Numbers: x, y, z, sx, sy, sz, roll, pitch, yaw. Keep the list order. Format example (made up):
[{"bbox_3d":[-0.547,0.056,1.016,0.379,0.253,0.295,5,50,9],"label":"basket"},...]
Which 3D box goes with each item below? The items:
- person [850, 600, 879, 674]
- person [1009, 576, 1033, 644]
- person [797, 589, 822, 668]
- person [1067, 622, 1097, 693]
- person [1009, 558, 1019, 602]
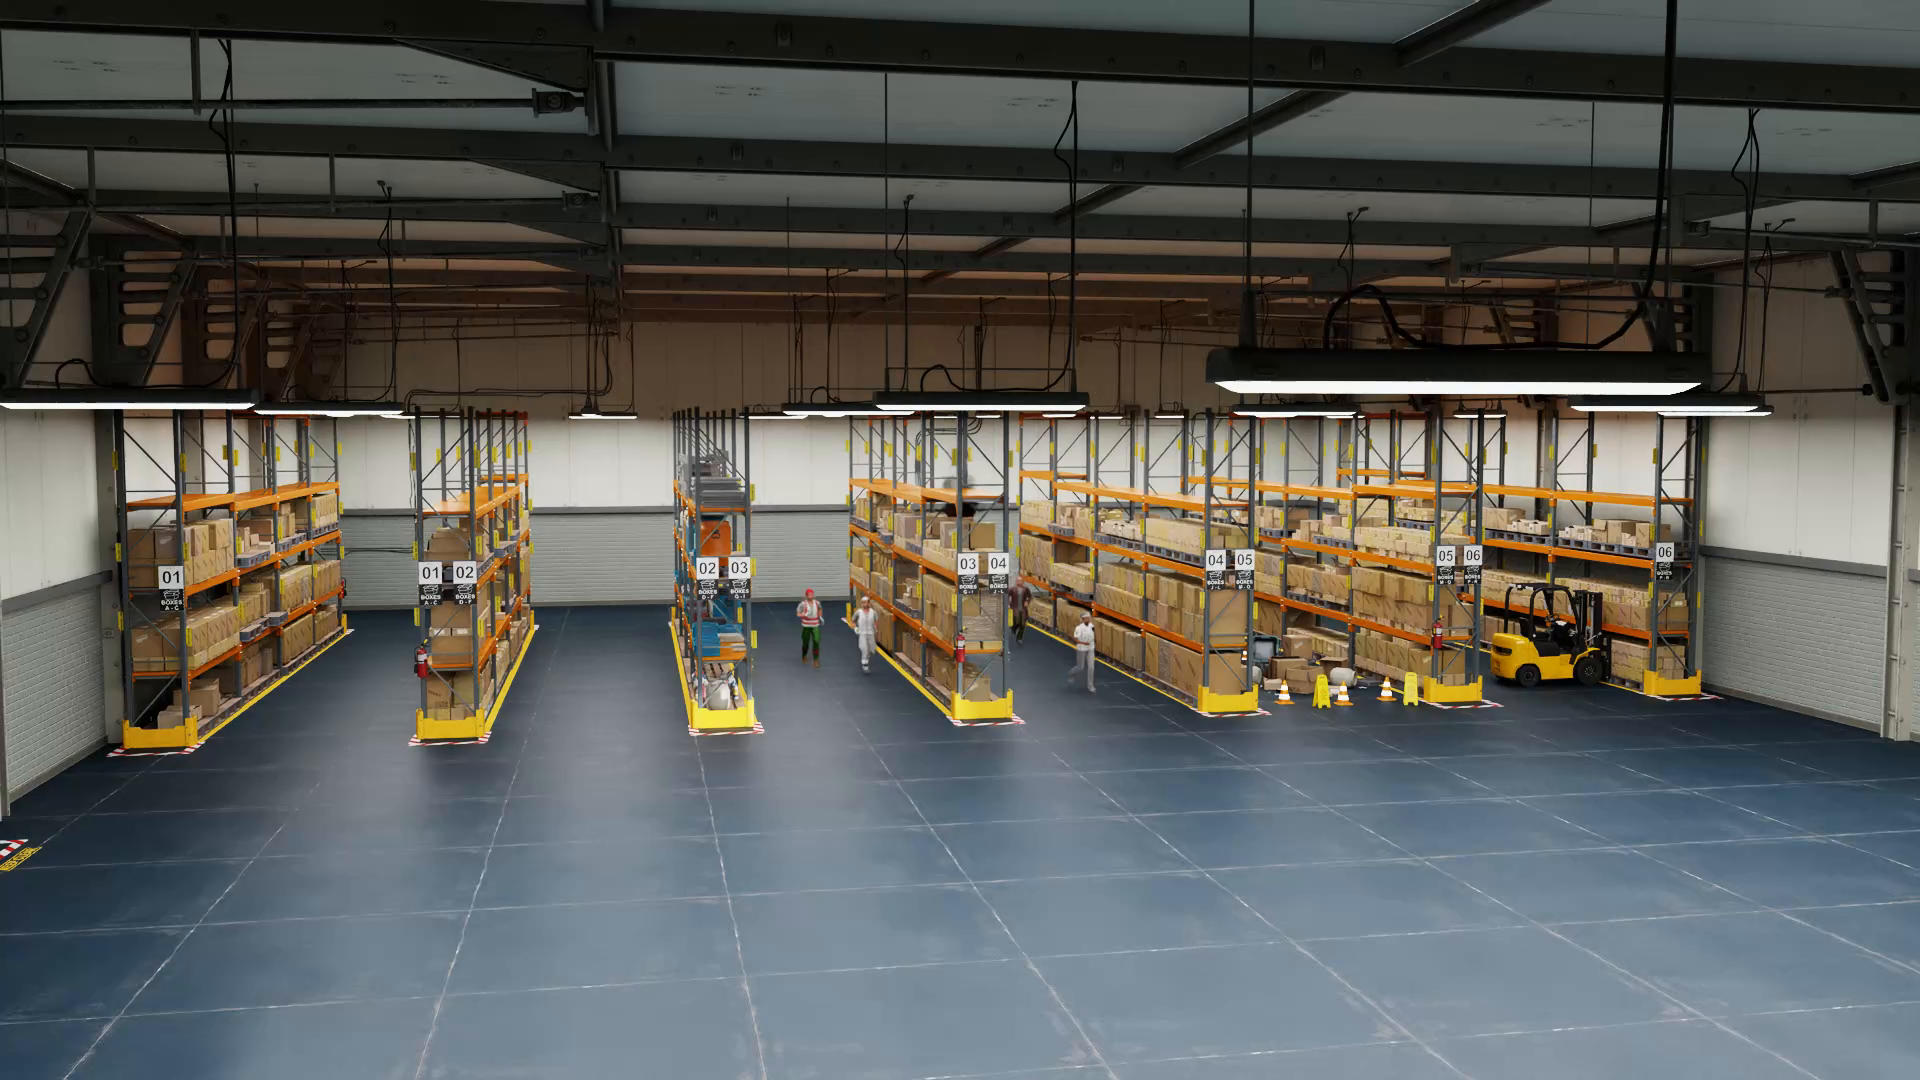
[{"bbox_3d":[-2.156,2.183,37.904,0.657,1.692,0.673,-1,4,-15],"label":"person"},{"bbox_3d":[1.532,1.812,42.904,0.712,1.736,0.625,-1,4,-10],"label":"person"},{"bbox_3d":[-3.502,2.038,38.880,0.645,1.804,0.937,-1,4,-16],"label":"person"},{"bbox_3d":[2.656,2.480,35.542,0.545,1.468,0.908,-2,4,-24],"label":"person"},{"bbox_3d":[1.649,1.309,49.916,0.767,1.553,0.615,1,4,11],"label":"person"}]
